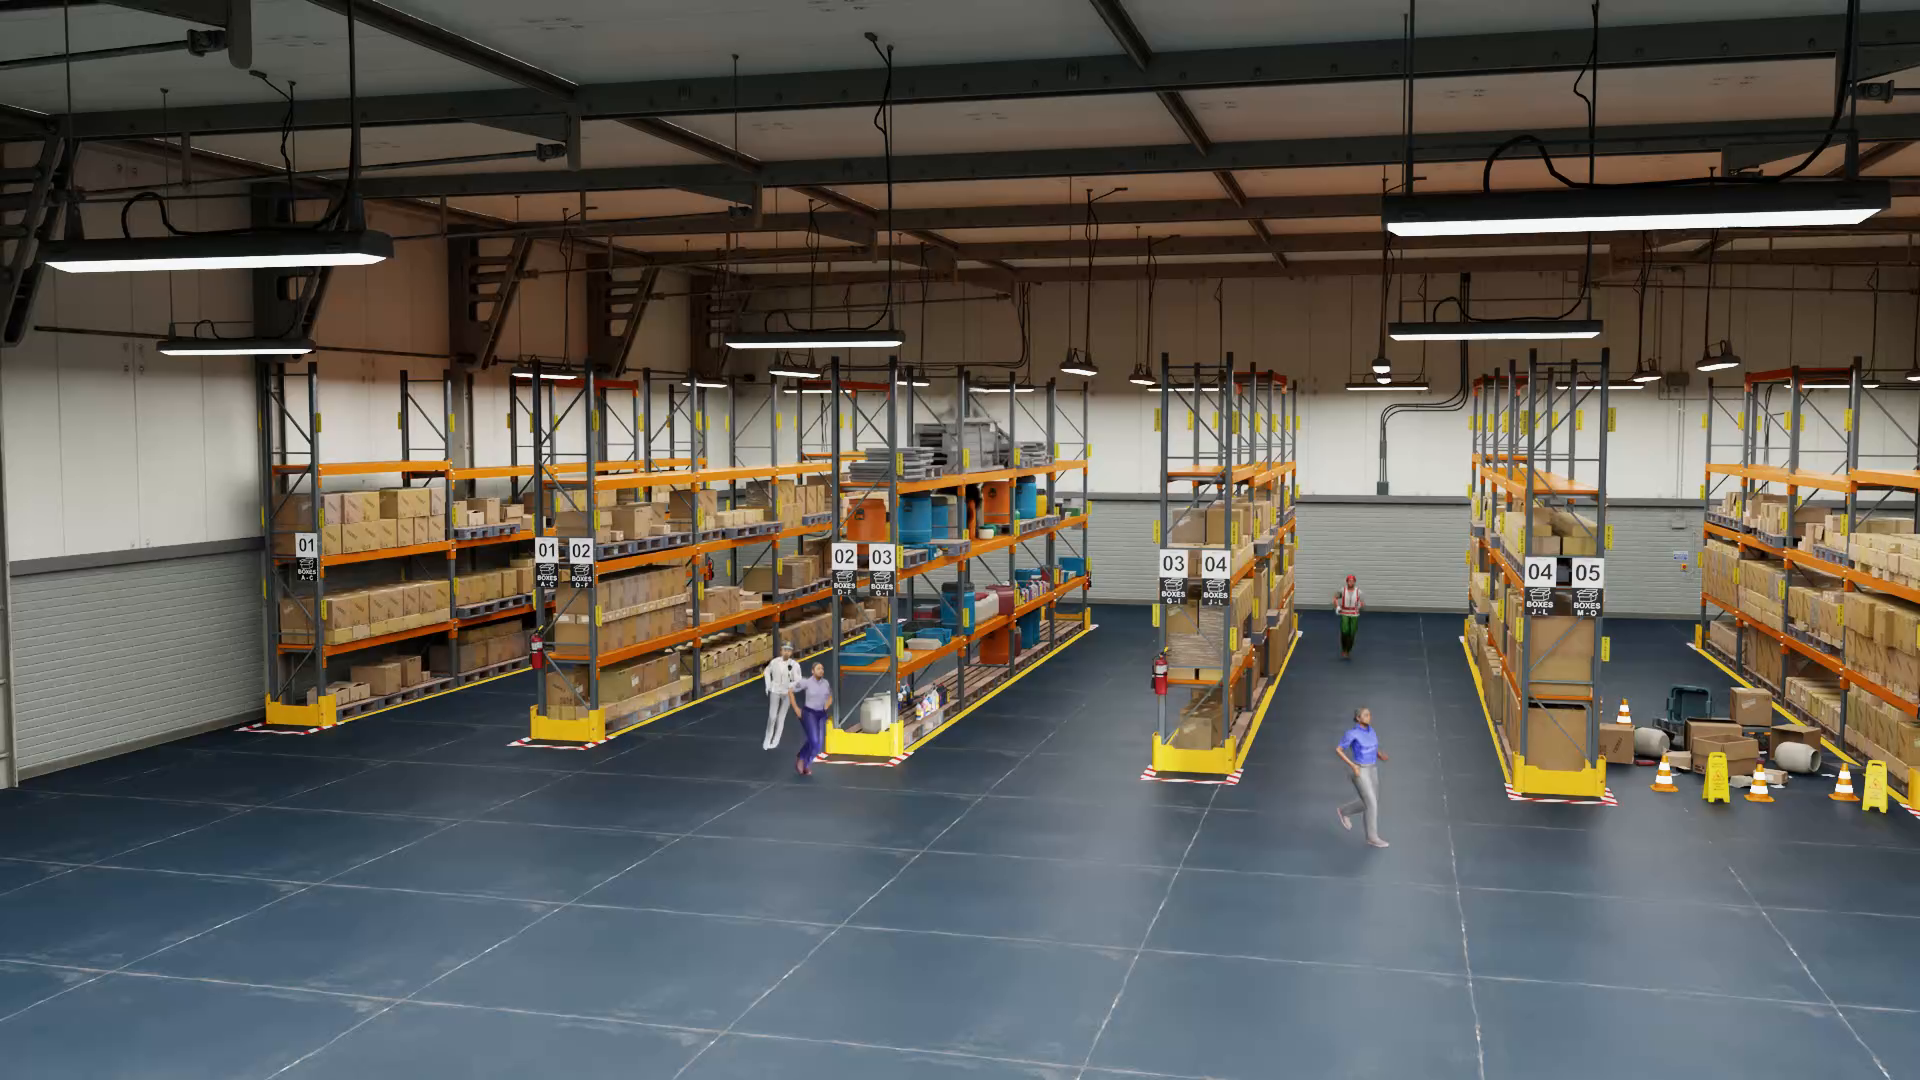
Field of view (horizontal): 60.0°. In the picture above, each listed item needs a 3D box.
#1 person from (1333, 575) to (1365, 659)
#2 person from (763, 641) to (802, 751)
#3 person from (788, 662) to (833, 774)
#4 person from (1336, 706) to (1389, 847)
[{"bbox_3d":[8.270,1.636,35.291,0.632,1.804,0.721,0,4,6],"label":"person"},{"bbox_3d":[-2.727,2.373,25.506,0.610,1.658,0.589,0,4,-5],"label":"person"},{"bbox_3d":[-2.062,2.548,23.722,0.637,1.578,0.533,-4,6,-44],"label":"person"},{"bbox_3d":[4.786,2.834,19.844,0.588,1.534,0.834,-3,5,-38],"label":"person"}]
